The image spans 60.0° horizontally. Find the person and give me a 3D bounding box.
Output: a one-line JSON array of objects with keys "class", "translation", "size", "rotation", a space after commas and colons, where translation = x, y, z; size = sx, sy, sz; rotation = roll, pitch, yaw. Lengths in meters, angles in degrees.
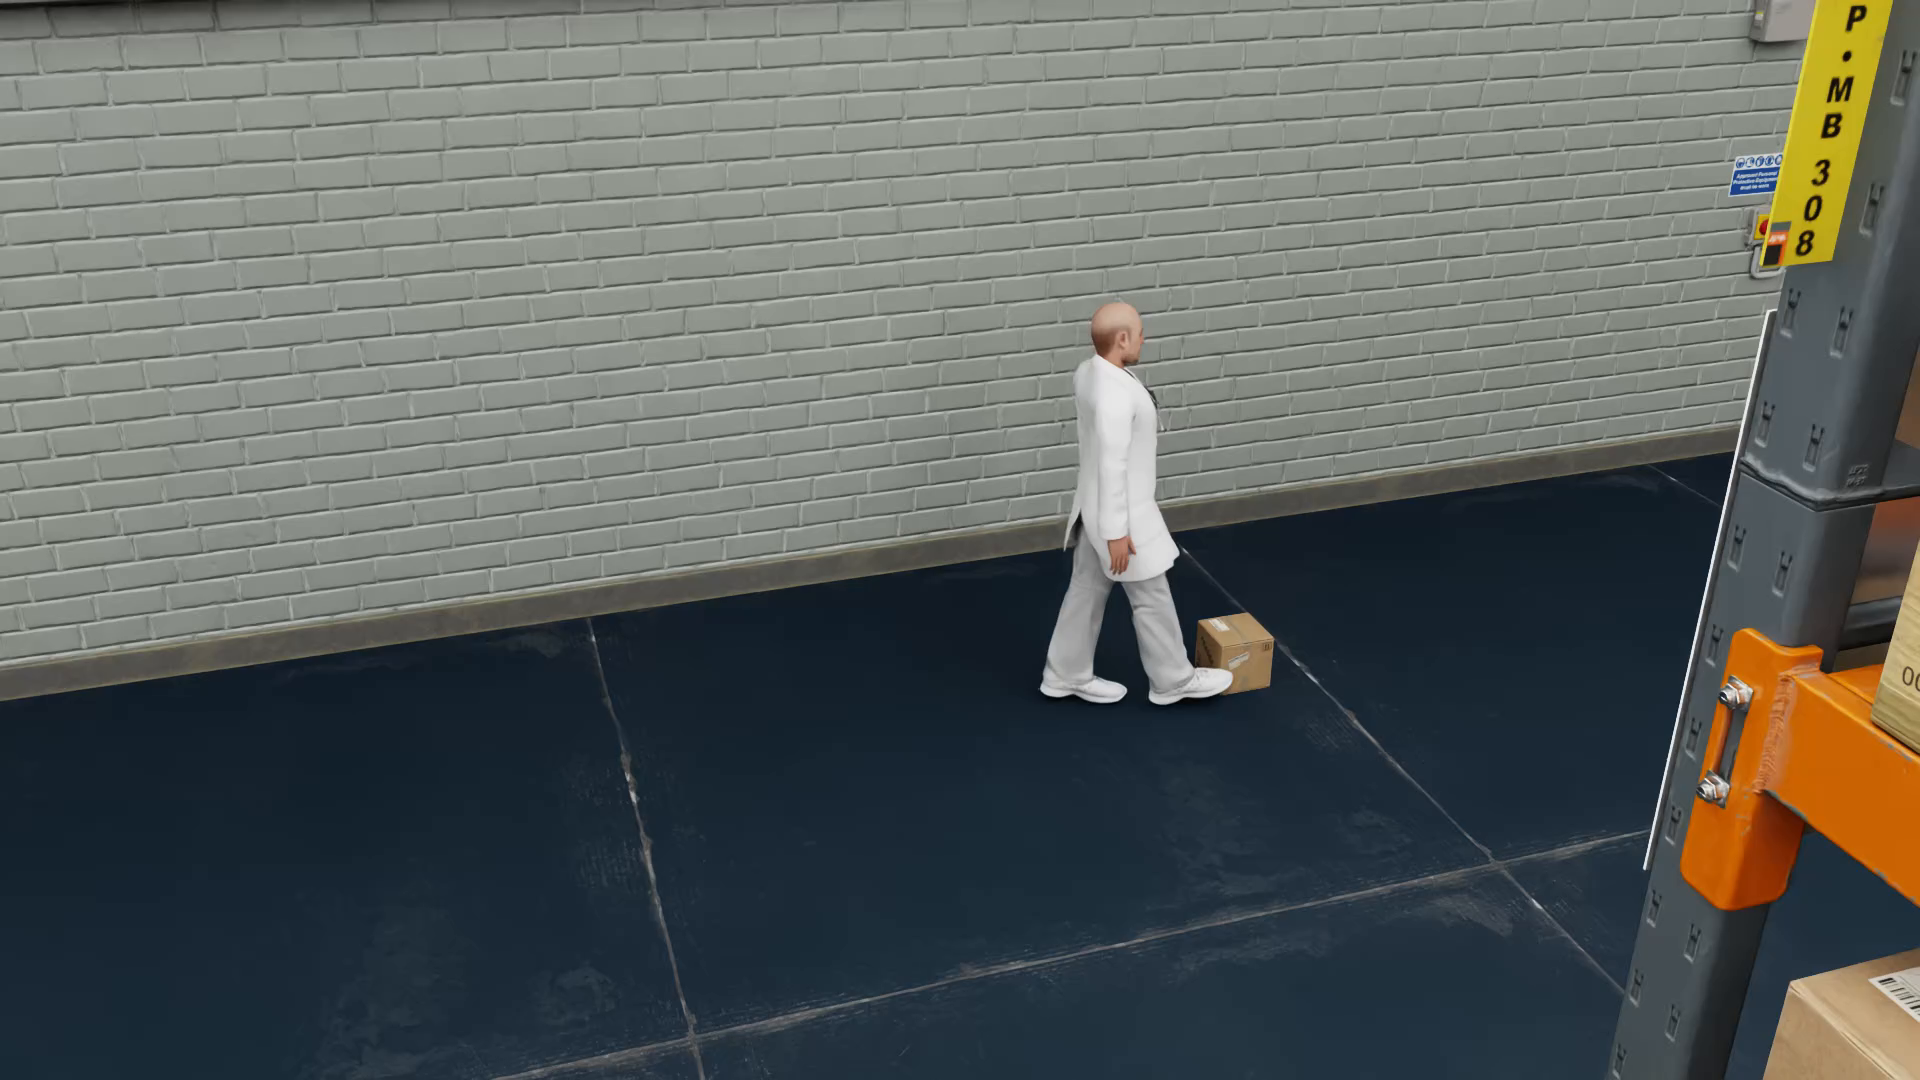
[{"class": "person", "translation": [0.757, -0.131, 6.893], "size": [0.818, 1.760, 0.630], "rotation": [-4, 26, -9]}]
